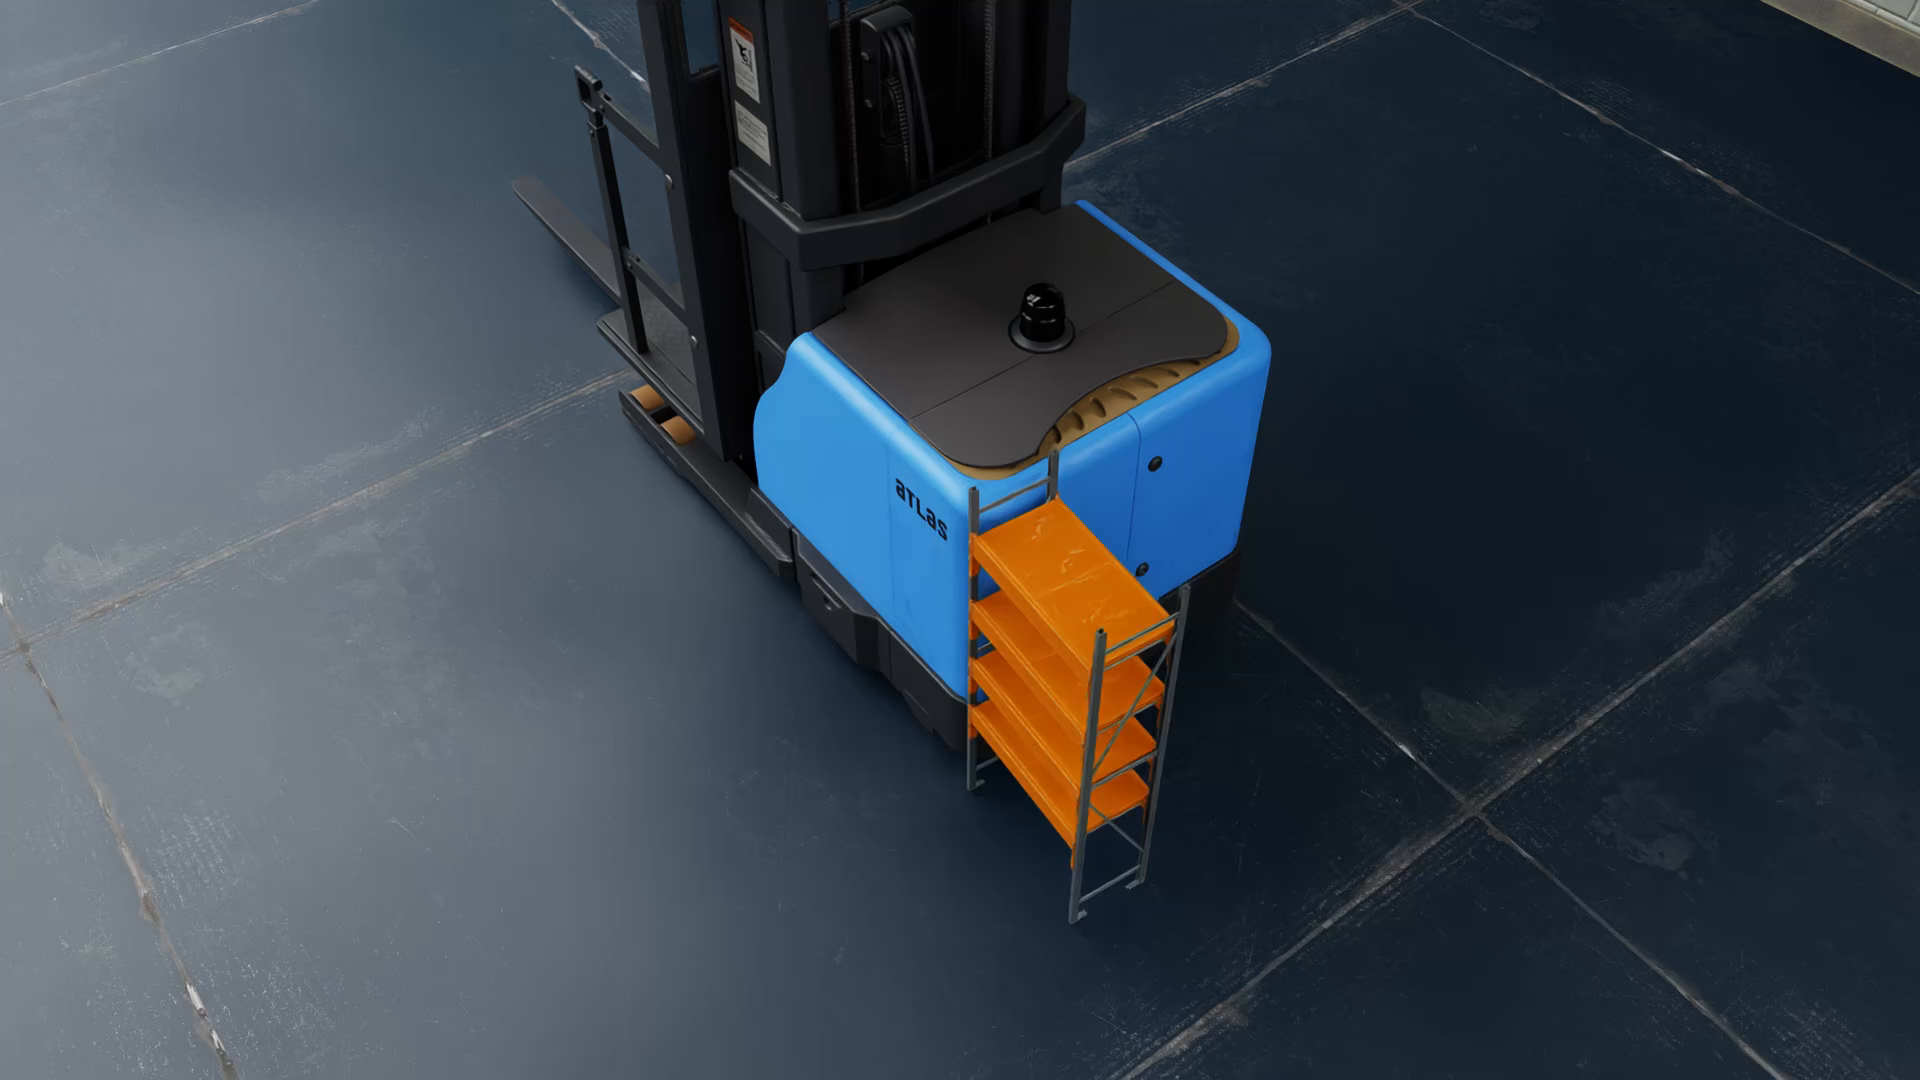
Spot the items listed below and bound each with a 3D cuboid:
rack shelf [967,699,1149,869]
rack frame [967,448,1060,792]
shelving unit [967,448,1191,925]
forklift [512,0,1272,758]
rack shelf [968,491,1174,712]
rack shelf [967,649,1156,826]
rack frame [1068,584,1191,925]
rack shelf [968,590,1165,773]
[{"bbox_3d":[0.255,0.575,4.278,0.258,0.148,0.480,-25,53,-21],"label":"rack shelf"},{"bbox_3d":[0.124,0.244,4.219,0.240,1.200,0.015,-25,53,-21],"label":"rack frame"},{"bbox_3d":[0.255,0.397,4.081,0.258,1.200,0.503,-25,53,-21],"label":"shelving unit"},{"bbox_3d":[-0.473,-1.426,4.565,1.130,2.935,3.031,-30,54,-24],"label":"forklift"},{"bbox_3d":[0.255,0.133,3.789,0.258,0.148,0.480,-25,53,-21],"label":"rack shelf"},{"bbox_3d":[0.255,0.442,4.130,0.258,0.148,0.480,-25,53,-21],"label":"rack shelf"},{"bbox_3d":[0.387,0.549,3.942,0.240,1.200,0.015,-25,53,-21],"label":"rack frame"},{"bbox_3d":[0.255,0.292,3.965,0.258,0.148,0.480,-25,53,-21],"label":"rack shelf"}]
